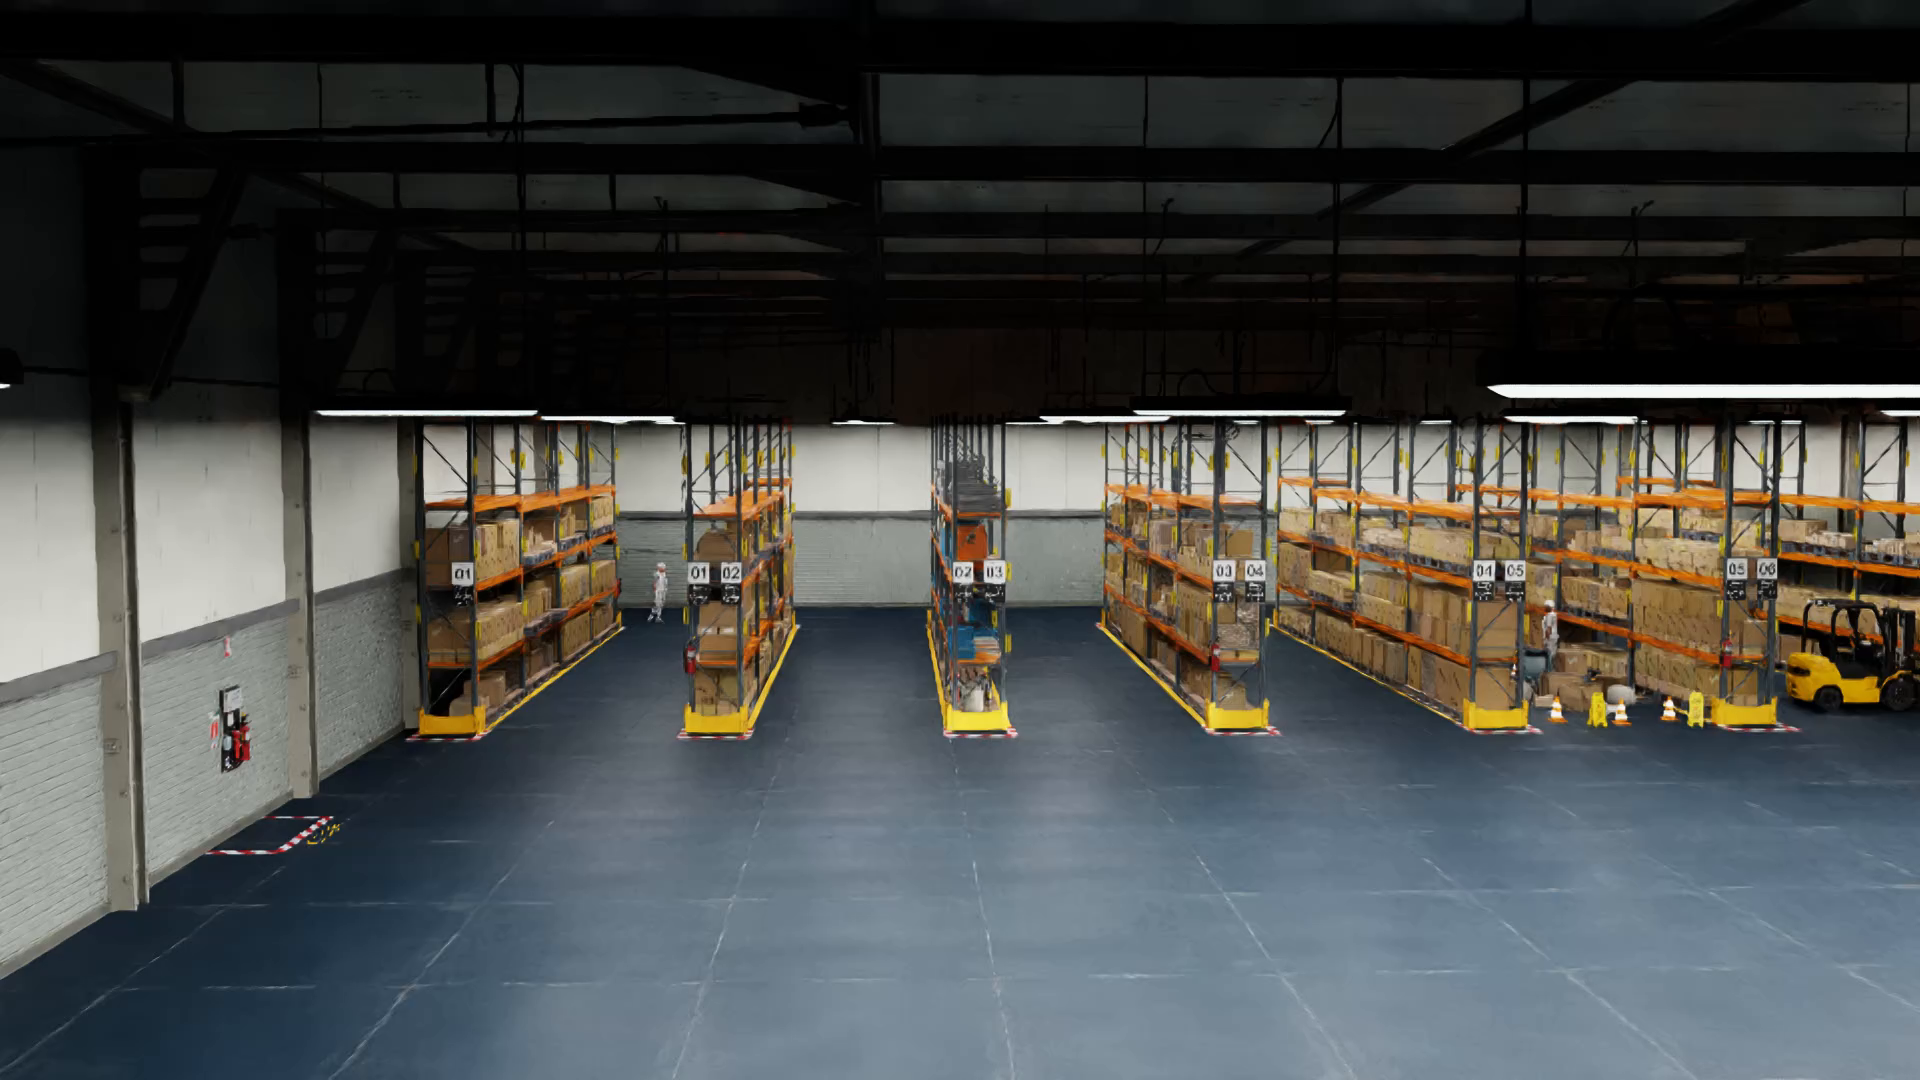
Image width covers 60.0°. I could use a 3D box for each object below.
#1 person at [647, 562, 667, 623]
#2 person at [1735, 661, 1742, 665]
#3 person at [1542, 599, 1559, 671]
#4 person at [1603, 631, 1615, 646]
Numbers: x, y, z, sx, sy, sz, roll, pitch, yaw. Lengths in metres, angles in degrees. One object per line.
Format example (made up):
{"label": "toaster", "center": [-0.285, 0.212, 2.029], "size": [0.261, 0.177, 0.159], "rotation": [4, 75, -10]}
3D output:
{"label": "person", "center": [-8.817, 1.527, 48.435], "size": [0.460, 1.780, 0.704], "rotation": [2, 4, 26]}
{"label": "person", "center": [18.320, 2.185, 39.573], "size": [0.562, 1.663, 0.587], "rotation": [1, 4, 21]}
{"label": "person", "center": [13.391, 2.240, 37.875], "size": [0.577, 1.783, 0.662], "rotation": [2, 4, 22]}
{"label": "person", "center": [16.578, 1.988, 42.310], "size": [0.364, 1.682, 0.582], "rotation": [-2, 4, -23]}
